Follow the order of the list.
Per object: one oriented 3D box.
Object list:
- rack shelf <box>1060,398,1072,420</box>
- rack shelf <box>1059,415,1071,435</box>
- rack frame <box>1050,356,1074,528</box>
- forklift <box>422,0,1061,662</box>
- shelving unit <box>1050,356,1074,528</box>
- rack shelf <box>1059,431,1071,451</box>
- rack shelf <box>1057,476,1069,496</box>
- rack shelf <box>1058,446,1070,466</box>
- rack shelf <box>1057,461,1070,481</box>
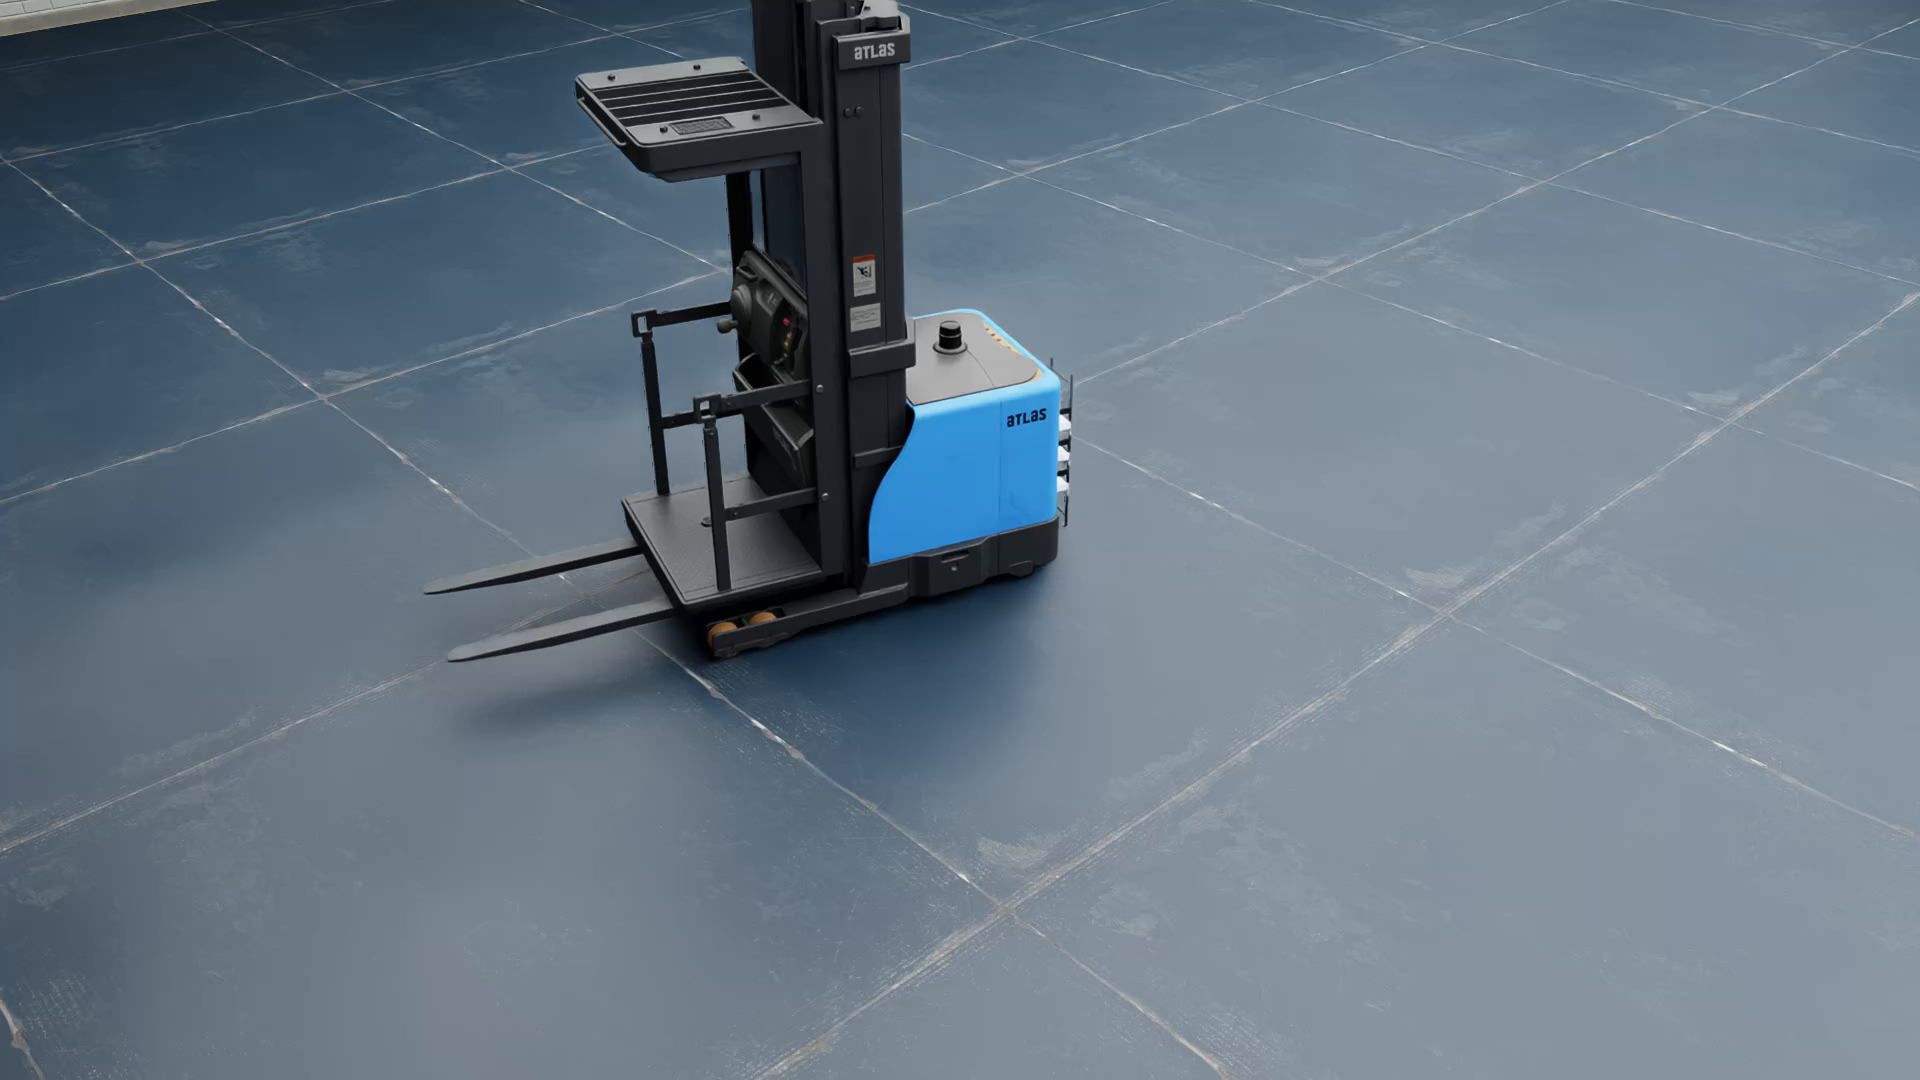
[{"bbox_3d":[0.427,-0.685,8.554,0.200,0.077,0.258,-14,34,-21],"label":"rack shelf"},{"bbox_3d":[0.427,-0.608,8.601,0.200,0.077,0.258,-14,34,-21],"label":"rack shelf"},{"bbox_3d":[0.520,-0.506,8.714,0.006,0.900,0.240,-14,34,-21],"label":"rack frame"},{"bbox_3d":[-1.060,-1.010,7.592,3.031,2.935,1.130,-14,34,-21],"label":"forklift"},{"bbox_3d":[0.427,-0.483,8.678,0.210,0.900,0.258,-14,34,-21],"label":"shelving unit"},{"bbox_3d":[0.427,-0.532,8.648,0.200,0.077,0.258,-14,34,-21],"label":"rack shelf"},{"bbox_3d":[0.427,-0.301,8.789,0.200,0.077,0.258,-14,34,-21],"label":"rack shelf"},{"bbox_3d":[0.427,-0.455,8.695,0.200,0.077,0.258,-14,34,-21],"label":"rack shelf"},{"bbox_3d":[0.427,-0.378,8.742,0.200,0.077,0.258,-14,34,-21],"label":"rack shelf"}]
